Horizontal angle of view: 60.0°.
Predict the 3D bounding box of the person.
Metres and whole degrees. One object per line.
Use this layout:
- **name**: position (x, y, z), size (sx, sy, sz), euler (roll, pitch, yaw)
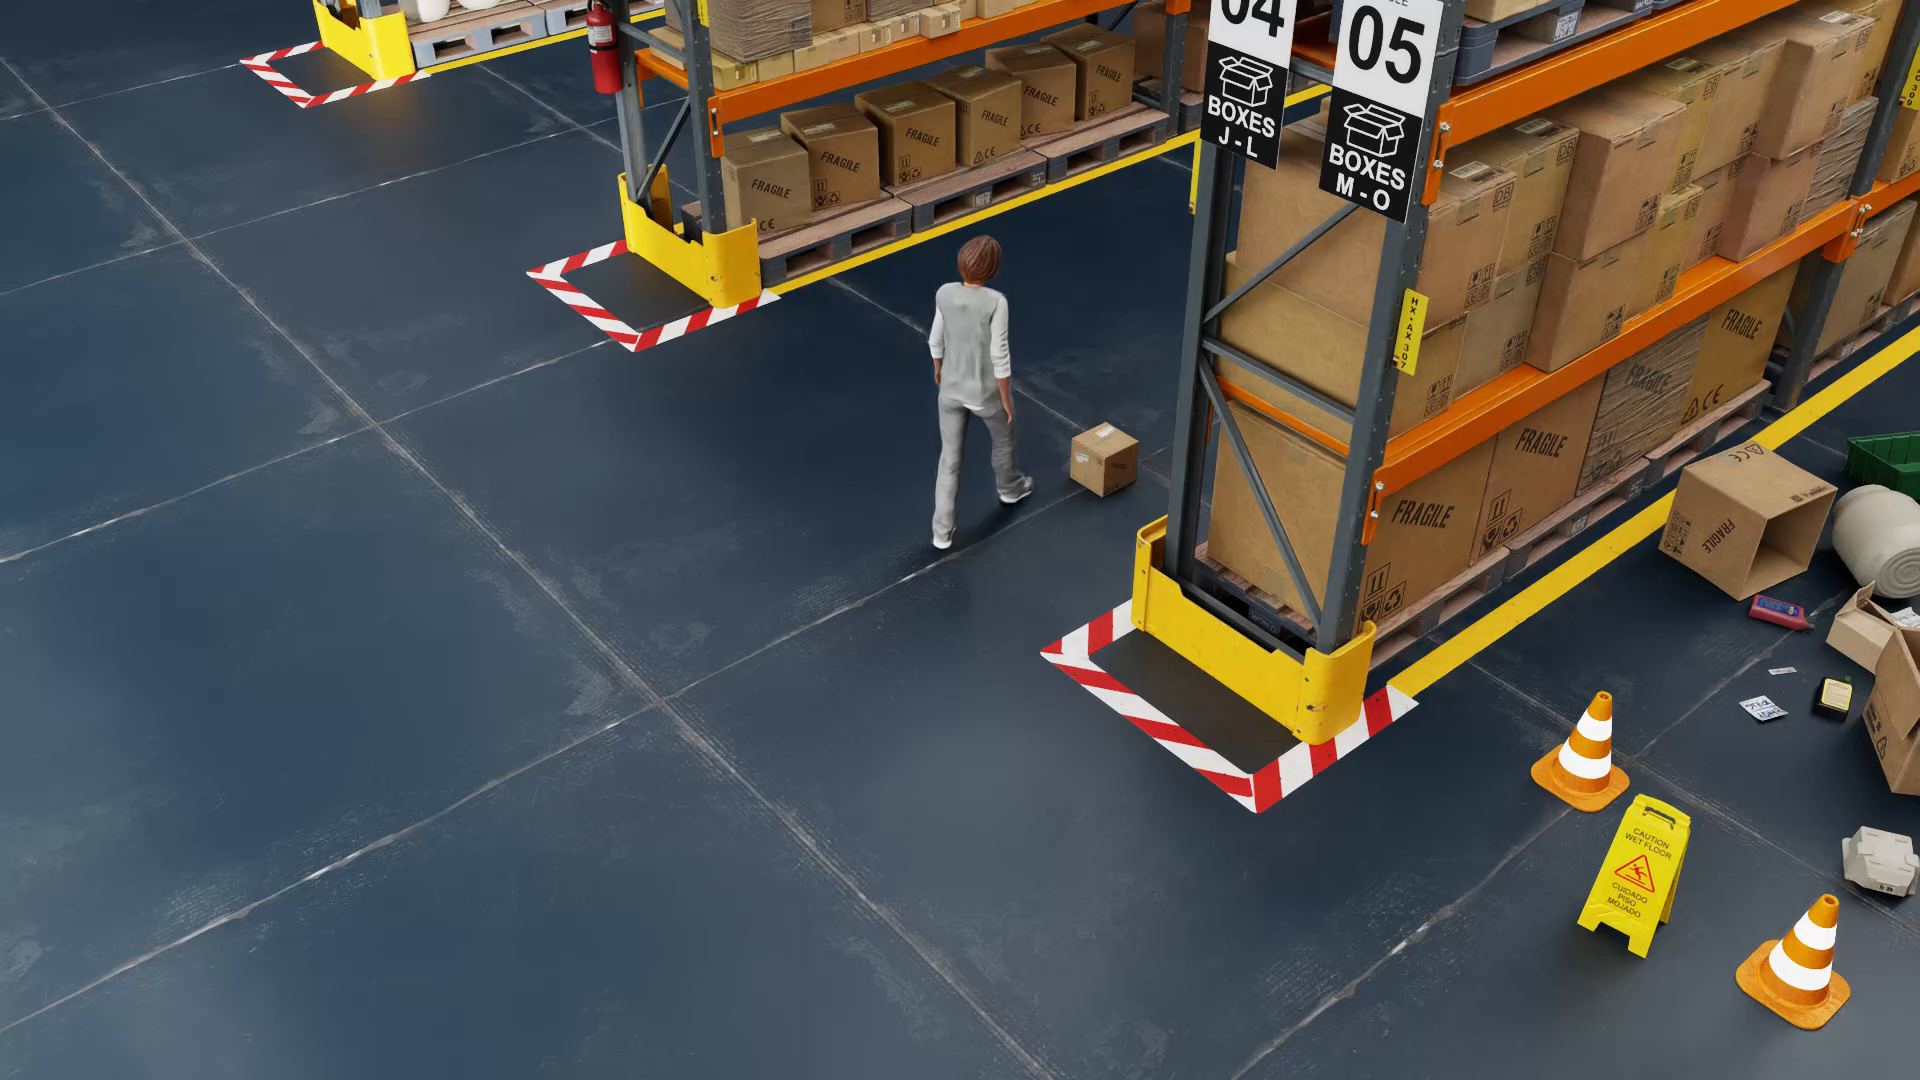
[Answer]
- **person**: position (0.072, -0.759, 8.105), size (0.493, 1.570, 0.781), euler (15, 39, 19)
